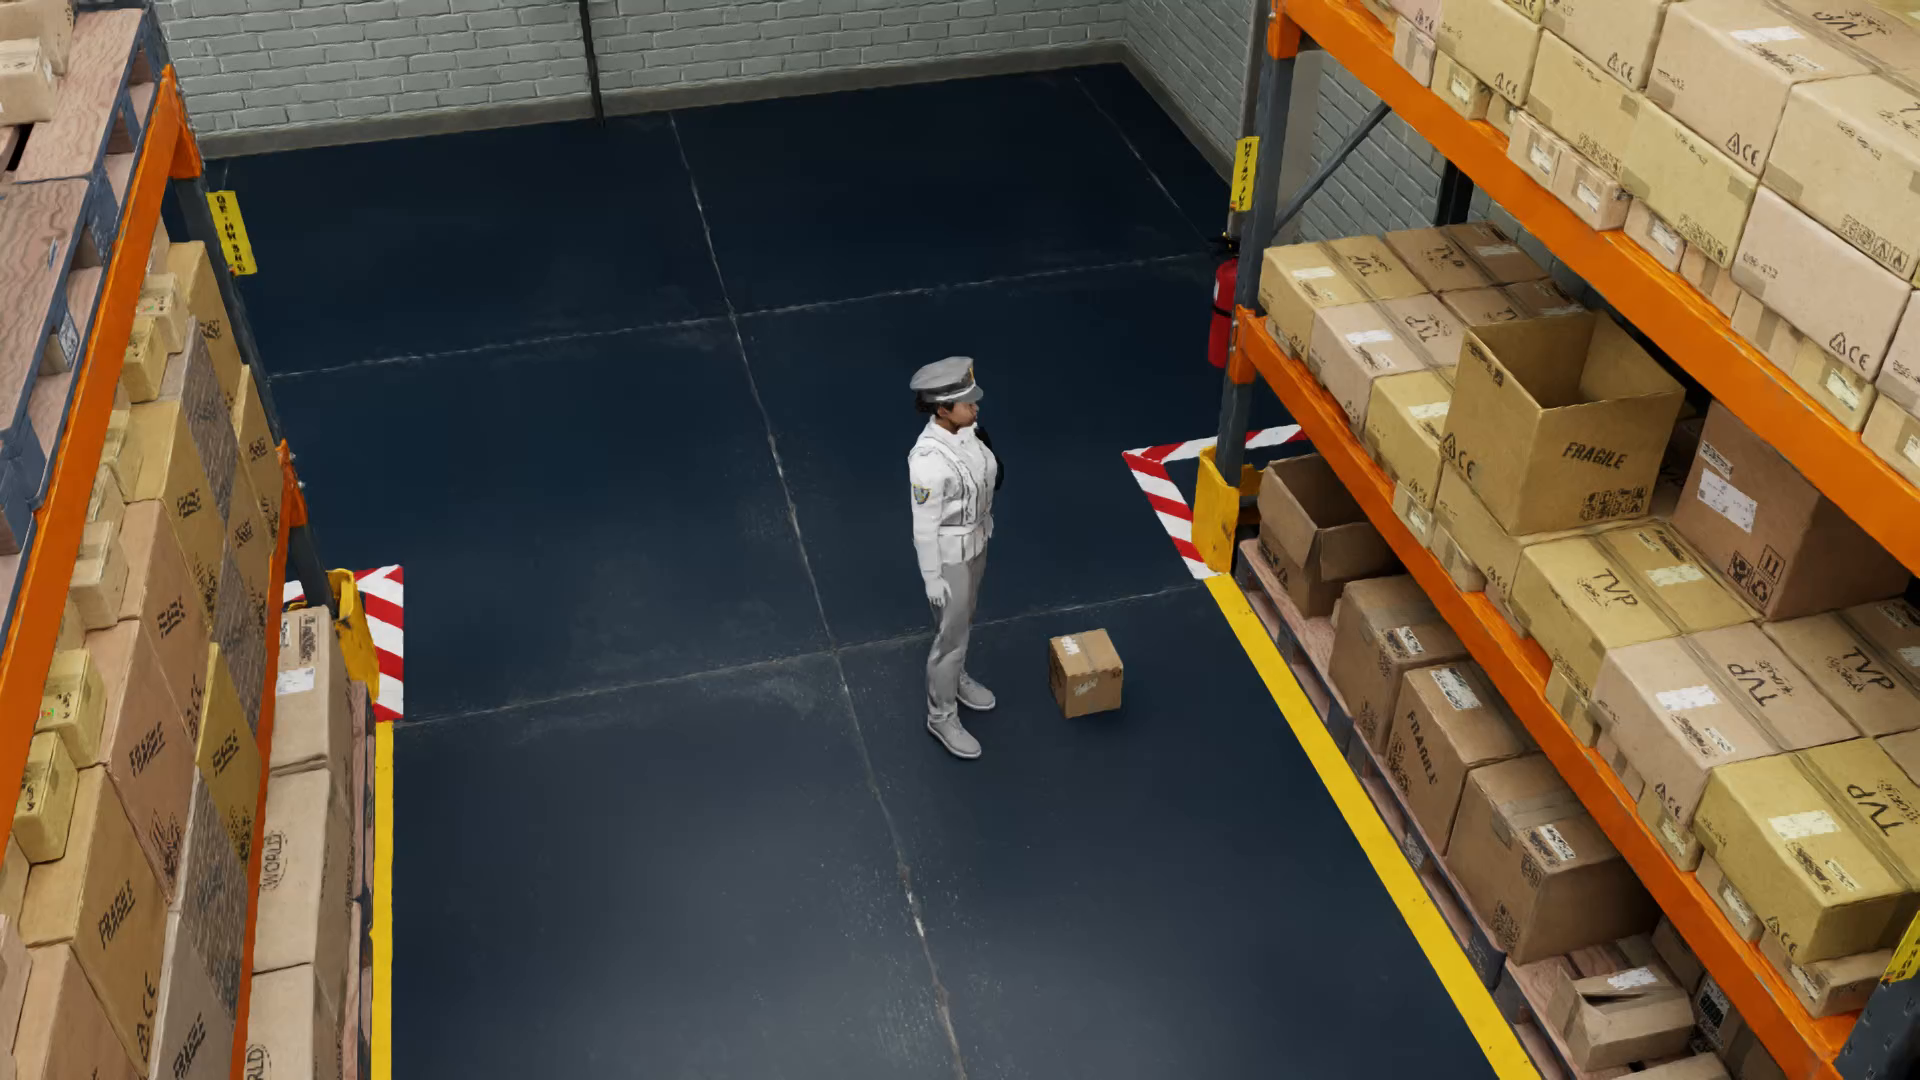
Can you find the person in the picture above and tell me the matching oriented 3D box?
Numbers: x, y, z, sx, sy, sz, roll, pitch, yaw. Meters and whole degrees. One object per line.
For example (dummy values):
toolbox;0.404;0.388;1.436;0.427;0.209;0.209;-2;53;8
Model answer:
person;-0.013;0.043;6.624;0.387;1.689;0.618;12;40;14
